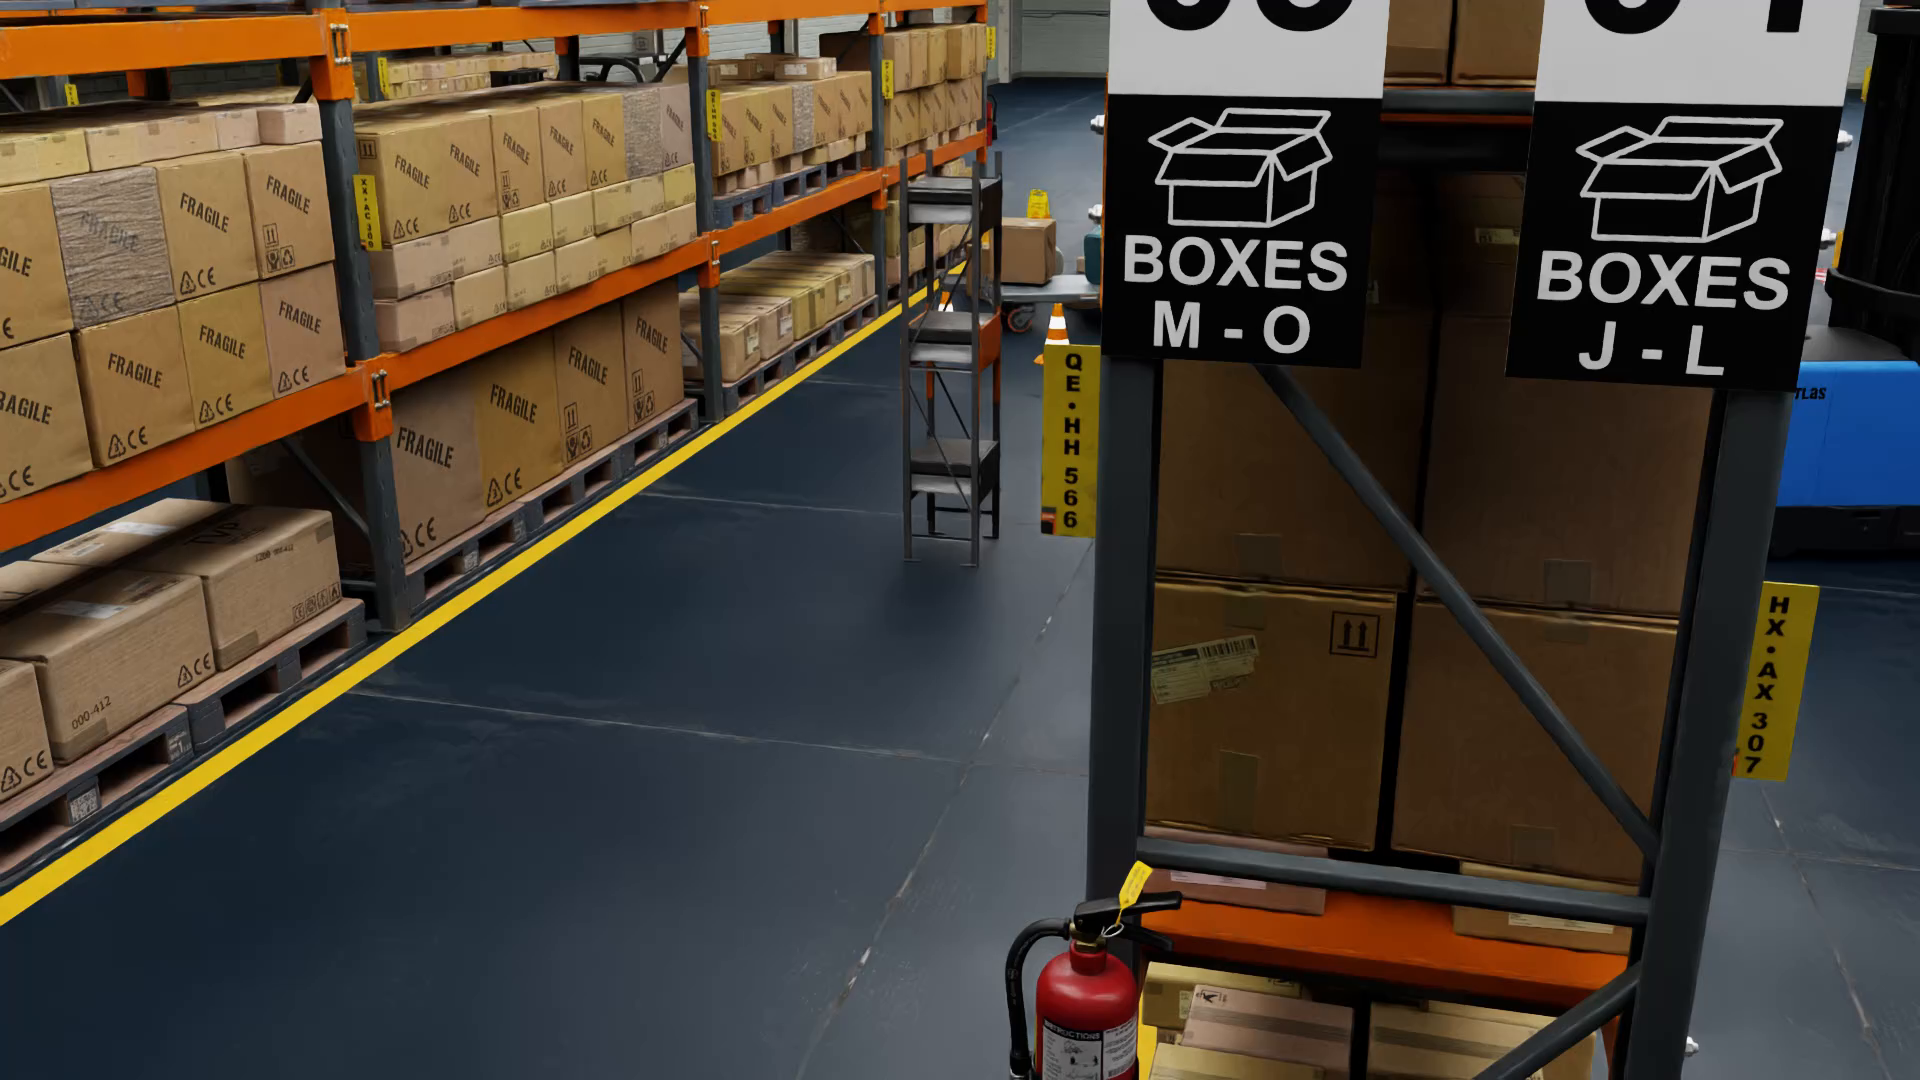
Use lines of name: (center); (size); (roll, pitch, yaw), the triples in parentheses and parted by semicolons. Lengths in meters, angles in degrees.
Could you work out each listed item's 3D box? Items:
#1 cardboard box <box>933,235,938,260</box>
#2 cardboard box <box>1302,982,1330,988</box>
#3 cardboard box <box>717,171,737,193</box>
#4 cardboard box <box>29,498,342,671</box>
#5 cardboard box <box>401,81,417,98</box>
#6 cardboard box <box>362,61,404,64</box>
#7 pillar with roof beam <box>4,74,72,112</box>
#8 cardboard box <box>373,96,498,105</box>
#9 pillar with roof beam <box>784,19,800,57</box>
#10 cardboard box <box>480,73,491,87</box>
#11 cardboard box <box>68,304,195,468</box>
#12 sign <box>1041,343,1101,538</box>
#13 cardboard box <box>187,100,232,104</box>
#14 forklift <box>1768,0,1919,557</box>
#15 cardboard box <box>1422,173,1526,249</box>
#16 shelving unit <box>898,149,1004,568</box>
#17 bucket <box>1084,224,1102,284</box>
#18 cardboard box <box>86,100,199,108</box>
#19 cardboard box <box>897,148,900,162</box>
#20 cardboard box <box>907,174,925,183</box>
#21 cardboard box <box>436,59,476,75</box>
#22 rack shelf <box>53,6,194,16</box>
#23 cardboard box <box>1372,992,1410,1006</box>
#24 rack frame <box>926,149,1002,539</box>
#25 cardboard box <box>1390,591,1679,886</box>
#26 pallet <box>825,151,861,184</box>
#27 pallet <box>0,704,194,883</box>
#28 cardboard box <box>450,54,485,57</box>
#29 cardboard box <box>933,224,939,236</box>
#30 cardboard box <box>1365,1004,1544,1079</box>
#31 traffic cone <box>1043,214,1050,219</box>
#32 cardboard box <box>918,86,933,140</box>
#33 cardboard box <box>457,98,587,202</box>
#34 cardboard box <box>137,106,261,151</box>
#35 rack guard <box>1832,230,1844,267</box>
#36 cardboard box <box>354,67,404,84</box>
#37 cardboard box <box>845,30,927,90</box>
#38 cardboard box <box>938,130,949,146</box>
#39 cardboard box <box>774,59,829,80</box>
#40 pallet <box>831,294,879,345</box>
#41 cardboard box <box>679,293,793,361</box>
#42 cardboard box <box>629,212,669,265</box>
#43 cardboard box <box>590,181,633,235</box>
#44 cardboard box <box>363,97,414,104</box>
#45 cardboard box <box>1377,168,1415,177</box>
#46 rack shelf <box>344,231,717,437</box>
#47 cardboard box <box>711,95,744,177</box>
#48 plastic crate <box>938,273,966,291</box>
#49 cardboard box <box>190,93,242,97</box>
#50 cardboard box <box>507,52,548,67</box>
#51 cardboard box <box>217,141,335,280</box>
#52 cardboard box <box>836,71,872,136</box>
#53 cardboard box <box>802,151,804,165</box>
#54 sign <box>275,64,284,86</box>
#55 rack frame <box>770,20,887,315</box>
cardboard box: (-0.522, -2.930, 16.728); (0.500, 0.250, 0.500); (4, 19, 13)
cardboard box: (0.784, 1.028, 4.377); (0.380, 0.149, 0.250); (4, 19, 11)
cardboard box: (-1.790, -2.533, 11.702); (0.380, 0.149, 0.250); (3, 19, 10)
cardboard box: (-3.386, 0.176, 7.346); (0.875, 0.438, 0.875); (4, 19, 13)
cardboard box: (-5.594, -4.439, 16.385); (0.380, 0.149, 0.250); (5, 20, 15)
cardboard box: (-5.967, -4.866, 17.175); (0.380, 0.149, 0.250); (4, 19, 12)
pillar with roof beam: (-3.347, -5.650, 11.806); (9.100, 9.000, 0.400); (5, 19, 13)
cardboard box: (-2.889, -2.190, 9.257); (0.500, 0.500, 0.500); (5, 19, 14)
pillar with roof beam: (1.051, -11.291, 28.323); (9.100, 9.000, 0.400); (5, 19, 13)
cardboard box: (-5.262, -4.927, 17.812); (0.380, 0.149, 0.250); (5, 19, 13)
cardboard box: (-3.223, -0.588, 6.112); (0.500, 0.500, 0.500); (4, 19, 13)
sign: (0.185, -0.161, 2.738); (0.100, 0.325, 0.005); (5, 19, 13)
cardboard box: (-6.327, -3.596, 13.917); (0.380, 0.149, 0.250); (5, 19, 13)
forklift: (5.616, -1.450, 8.898); (3.031, 2.935, 1.130); (-1, 19, -2)
cardboard box: (1.473, -0.674, 4.359); (0.500, 0.500, 0.500); (4, 19, 12)
shelving unit: (-0.040, -0.942, 8.696); (0.431, 2.100, 0.503); (5, 19, 13)
bucket: (1.448, -2.569, 14.782); (0.726, 0.611, 0.620); (12, 32, 32)
cardboard box: (-3.458, -1.775, 7.039); (0.380, 0.149, 0.250); (4, 19, 13)
cardboard box: (-0.775, -3.571, 15.392); (0.380, 0.149, 0.250); (5, 20, 15)
cardboard box: (-0.556, -3.452, 16.095); (0.380, 0.149, 0.250); (5, 20, 15)
cardboard box: (-5.341, -4.986, 17.525); (0.380, 0.149, 0.250); (5, 19, 14)
rack shelf: (-6.477, -4.377, 13.833); (1.077, 0.370, 4.000); (5, 19, 13)
cardboard box: (1.334, 1.272, 4.583); (0.380, 0.149, 0.250); (5, 19, 14)
rack frame: (0.019, -1.018, 8.920); (0.400, 2.100, 0.015); (5, 19, 13)
cardboard box: (1.096, 0.280, 3.113); (0.500, 0.500, 0.500); (6, 20, 16)
pallet: (-1.502, -3.215, 14.256); (1.003, 0.211, 1.213); (5, 19, 13)
pallet: (-3.687, 0.909, 6.199); (1.003, 0.211, 1.213); (5, 19, 13)
cardboard box: (-5.523, -5.345, 18.578); (0.380, 0.149, 0.250); (5, 19, 14)
cardboard box: (-0.521, -3.281, 16.596); (0.500, 0.500, 0.500); (6, 20, 16)
cardboard box: (1.127, 1.222, 3.809); (0.380, 0.149, 0.250); (5, 19, 14)
traffic cone: (0.949, -3.350, 18.280); (0.336, 0.463, 0.334); (5, 19, 13)
cardboard box: (-0.561, -4.153, 16.091); (0.500, 0.500, 0.500); (4, 19, 13)
cardboard box: (-2.400, -2.143, 9.120); (0.500, 0.500, 0.500); (4, 19, 12)
cardboard box: (-3.065, -1.658, 6.696); (0.380, 0.149, 0.250); (5, 20, 15)
rack guard: (9.394, -2.798, 16.606); (1.175, 0.500, 0.348); (5, 19, 13)
cardboard box: (-5.623, -4.496, 16.092); (0.380, 0.149, 0.250); (5, 20, 14)
cardboard box: (-0.710, -4.474, 15.484); (0.700, 0.500, 0.500); (5, 19, 14)
cardboard box: (-0.325, -4.128, 17.021); (0.380, 0.149, 0.250); (4, 19, 13)
cardboard box: (-1.268, -3.760, 13.287); (0.380, 0.149, 0.250); (4, 19, 11)
pallet: (-1.363, -1.970, 14.628); (1.003, 0.211, 1.213); (5, 19, 13)
cardboard box: (-1.831, -1.643, 12.774); (0.950, 0.372, 0.625); (4, 19, 12)
cardboard box: (-2.133, -1.869, 10.250); (0.500, 0.250, 0.500); (5, 19, 14)
cardboard box: (-2.250, -1.951, 9.716); (0.500, 0.250, 0.500); (4, 19, 12)
cardboard box: (-5.627, -4.090, 16.367); (0.500, 0.500, 0.500); (4, 19, 12)
cardboard box: (1.084, -0.887, 4.982); (0.500, 0.500, 0.500); (5, 19, 14)
rack shelf: (-2.640, -1.313, 9.503); (1.077, 0.370, 4.000); (5, 19, 13)
cardboard box: (-1.817, -2.790, 11.449); (0.500, 0.500, 0.500); (4, 19, 12)
plastic crate: (0.005, -2.579, 16.616); (0.402, 0.080, 0.583); (-2, 19, -6)
cardboard box: (-6.588, -3.870, 14.718); (0.380, 0.149, 0.250); (5, 19, 13)
cardboard box: (-4.924, -5.465, 18.927); (0.380, 0.149, 0.250); (5, 19, 13)
cardboard box: (-2.976, -1.377, 6.877); (0.500, 0.500, 0.500); (4, 19, 13)
cardboard box: (-1.065, -3.758, 14.283); (0.500, 0.500, 0.500); (4, 19, 12)
cardboard box: (-1.459, -3.037, 13.178); (0.380, 0.149, 0.250); (4, 19, 11)
sign: (-6.527, -4.415, 16.011); (0.100, 0.325, 0.005); (5, 19, 13)
rack frame: (-1.174, -3.534, 14.893); (1.000, 3.000, 0.127); (5, 19, 13)
